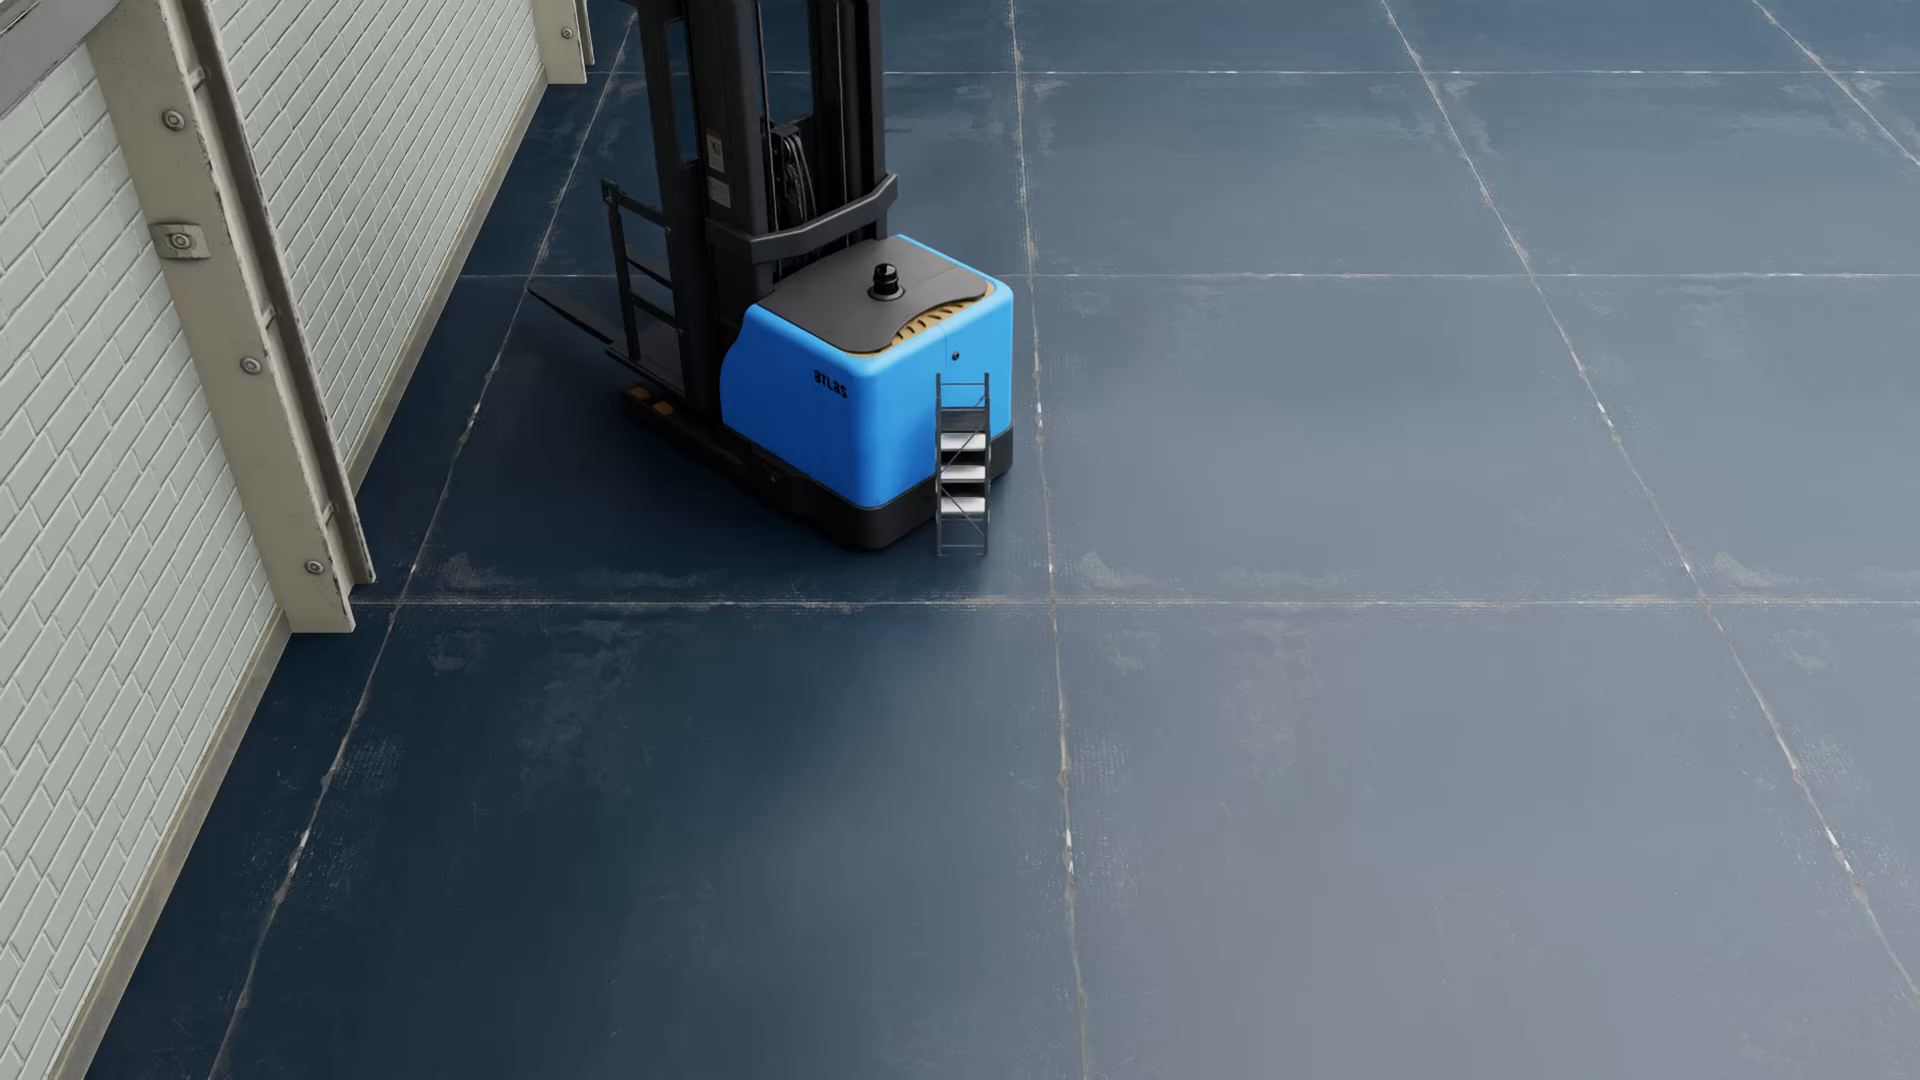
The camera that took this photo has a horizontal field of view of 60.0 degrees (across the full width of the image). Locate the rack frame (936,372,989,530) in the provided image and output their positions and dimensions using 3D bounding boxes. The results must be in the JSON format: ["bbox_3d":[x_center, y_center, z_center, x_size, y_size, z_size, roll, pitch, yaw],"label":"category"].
[{"bbox_3d":[0.012,-0.403,7.779,0.240,0.900,0.006,0,39,0],"label":"rack frame"}]

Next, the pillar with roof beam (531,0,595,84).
[{"bbox_3d":[1.411,-6.975,9.504,9.100,9.000,0.400,0,39,0],"label":"pillar with roof beam"}]

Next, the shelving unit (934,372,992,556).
[{"bbox_3d":[0.012,-0.340,7.700,0.258,0.900,0.210,0,39,0],"label":"shelving unit"}]

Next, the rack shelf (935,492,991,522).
[{"bbox_3d":[0.012,-0.173,7.833,0.258,0.077,0.200,0,39,0],"label":"rack shelf"}]

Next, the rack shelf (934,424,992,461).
[{"bbox_3d":[0.013,-0.454,7.608,0.258,0.077,0.200,0,39,0],"label":"rack shelf"}]

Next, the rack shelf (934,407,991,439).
[{"bbox_3d":[0.013,-0.524,7.552,0.258,0.077,0.200,0,39,0],"label":"rack shelf"}]

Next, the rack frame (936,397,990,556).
[{"bbox_3d":[0.013,-0.276,7.620,0.240,0.900,0.006,0,39,0],"label":"rack frame"}]

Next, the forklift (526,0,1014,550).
[{"bbox_3d":[-1.143,-1.908,8.032,3.031,2.935,1.130,31,48,33],"label":"forklift"}]

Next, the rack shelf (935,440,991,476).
[{"bbox_3d":[0.013,-0.384,7.664,0.258,0.077,0.200,0,39,0],"label":"rack shelf"}]

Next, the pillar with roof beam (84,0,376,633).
[{"bbox_3d":[1.418,-3.223,4.822,9.100,9.000,0.400,0,39,0],"label":"pillar with roof beam"}]

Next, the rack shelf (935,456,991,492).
[{"bbox_3d":[0.012,-0.314,7.720,0.258,0.077,0.200,0,39,0],"label":"rack shelf"}]

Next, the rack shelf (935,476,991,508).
[{"bbox_3d":[0.012,-0.243,7.777,0.258,0.077,0.200,0,39,0],"label":"rack shelf"}]
